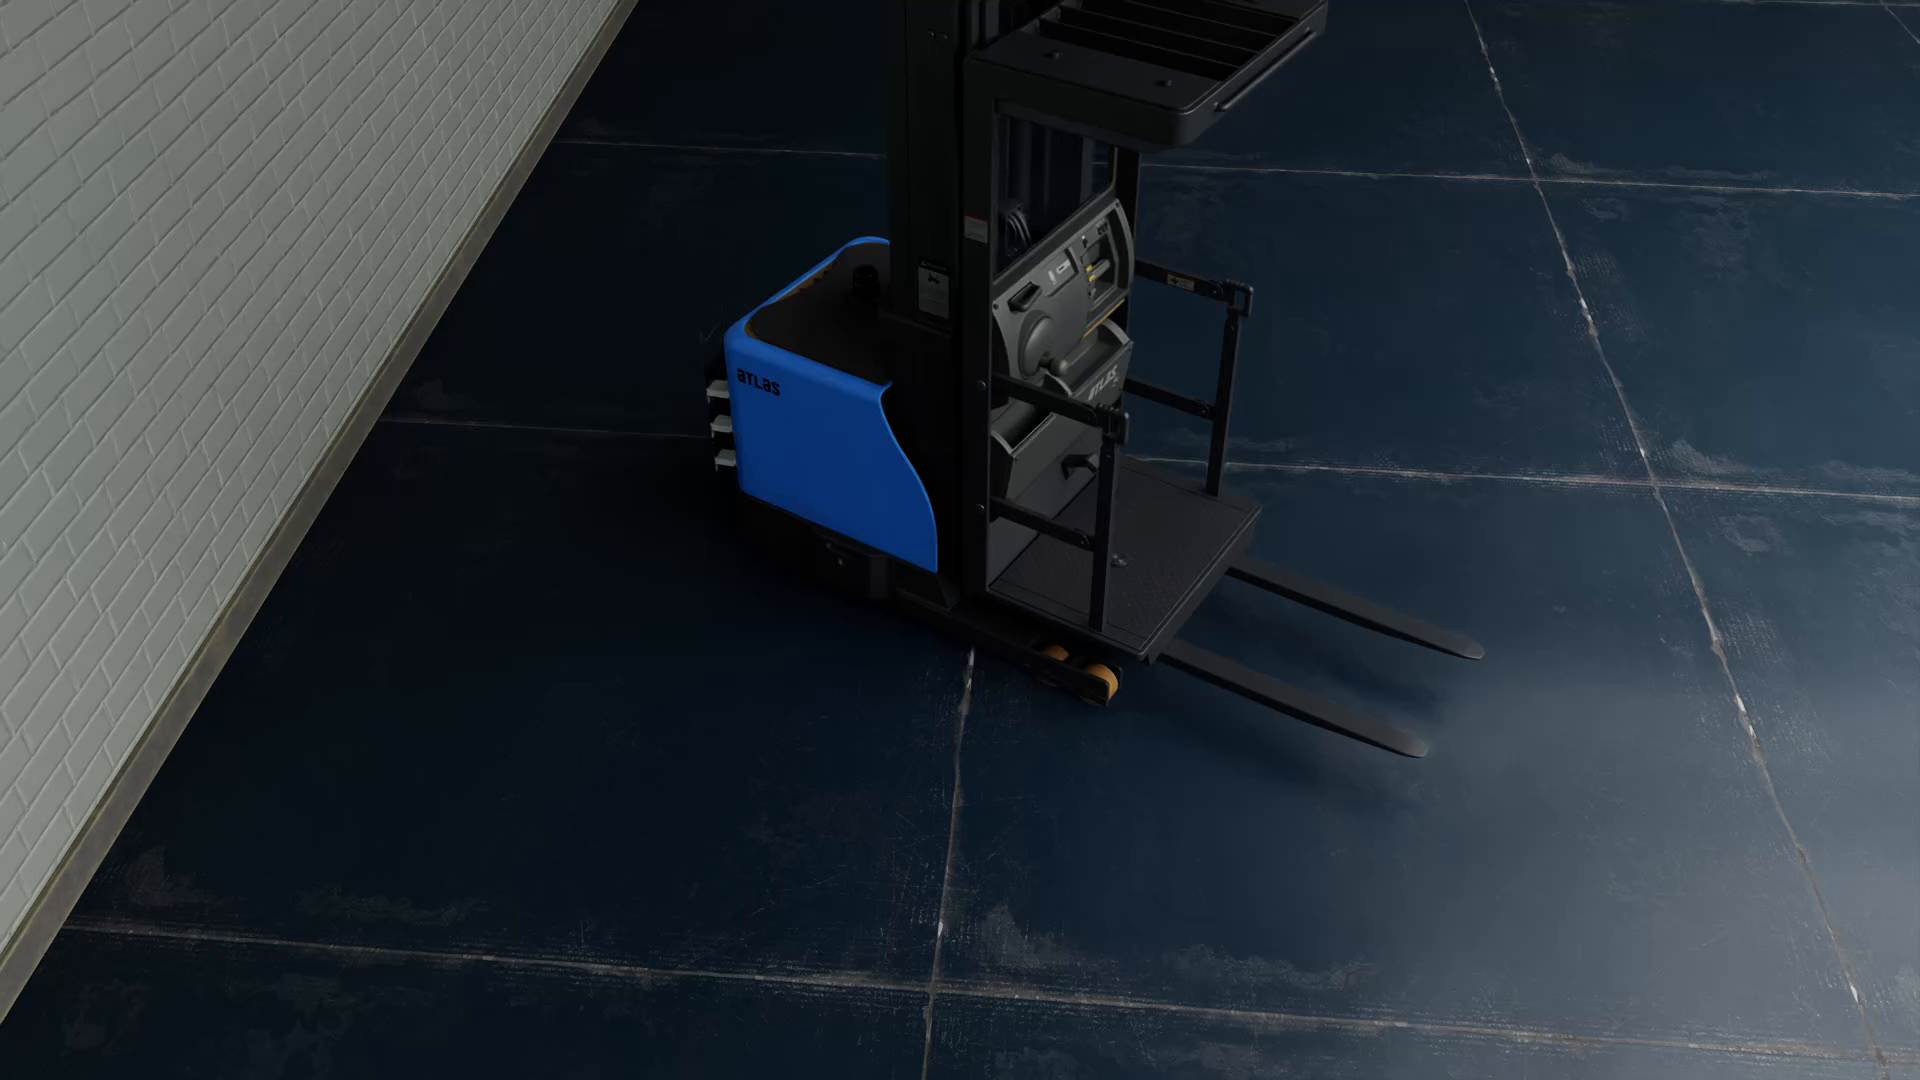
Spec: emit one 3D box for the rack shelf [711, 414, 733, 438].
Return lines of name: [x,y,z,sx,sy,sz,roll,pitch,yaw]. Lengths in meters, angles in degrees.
rack shelf: [-0.943,-0.531,7.241,0.200,0.077,0.258,10,40,12]

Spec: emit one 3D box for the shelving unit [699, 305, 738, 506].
shelving unit: [-0.943,-0.556,7.220,0.210,0.900,0.258,10,40,12]

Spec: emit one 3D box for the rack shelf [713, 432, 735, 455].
rack shelf: [-0.943,-0.461,7.298,0.200,0.077,0.258,10,40,12]

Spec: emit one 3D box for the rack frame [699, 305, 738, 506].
rack frame: [-1.041,-0.573,7.241,0.006,0.900,0.240,10,40,12]

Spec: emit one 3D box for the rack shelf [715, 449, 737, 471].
rack shelf: [-0.943,-0.391,7.355,0.200,0.077,0.258,10,40,12]

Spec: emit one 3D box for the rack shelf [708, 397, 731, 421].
rack shelf: [-0.944,-0.600,7.184,0.200,0.077,0.258,10,40,12]

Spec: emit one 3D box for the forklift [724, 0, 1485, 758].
forklift: [0.562,-0.879,6.009,3.031,2.935,1.130,22,44,25]

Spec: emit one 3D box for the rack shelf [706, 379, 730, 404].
rack shelf: [-0.944,-0.670,7.127,0.200,0.077,0.258,10,40,12]

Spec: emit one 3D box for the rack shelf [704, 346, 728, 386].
rack shelf: [-0.944,-0.740,7.070,0.200,0.077,0.258,10,40,12]
